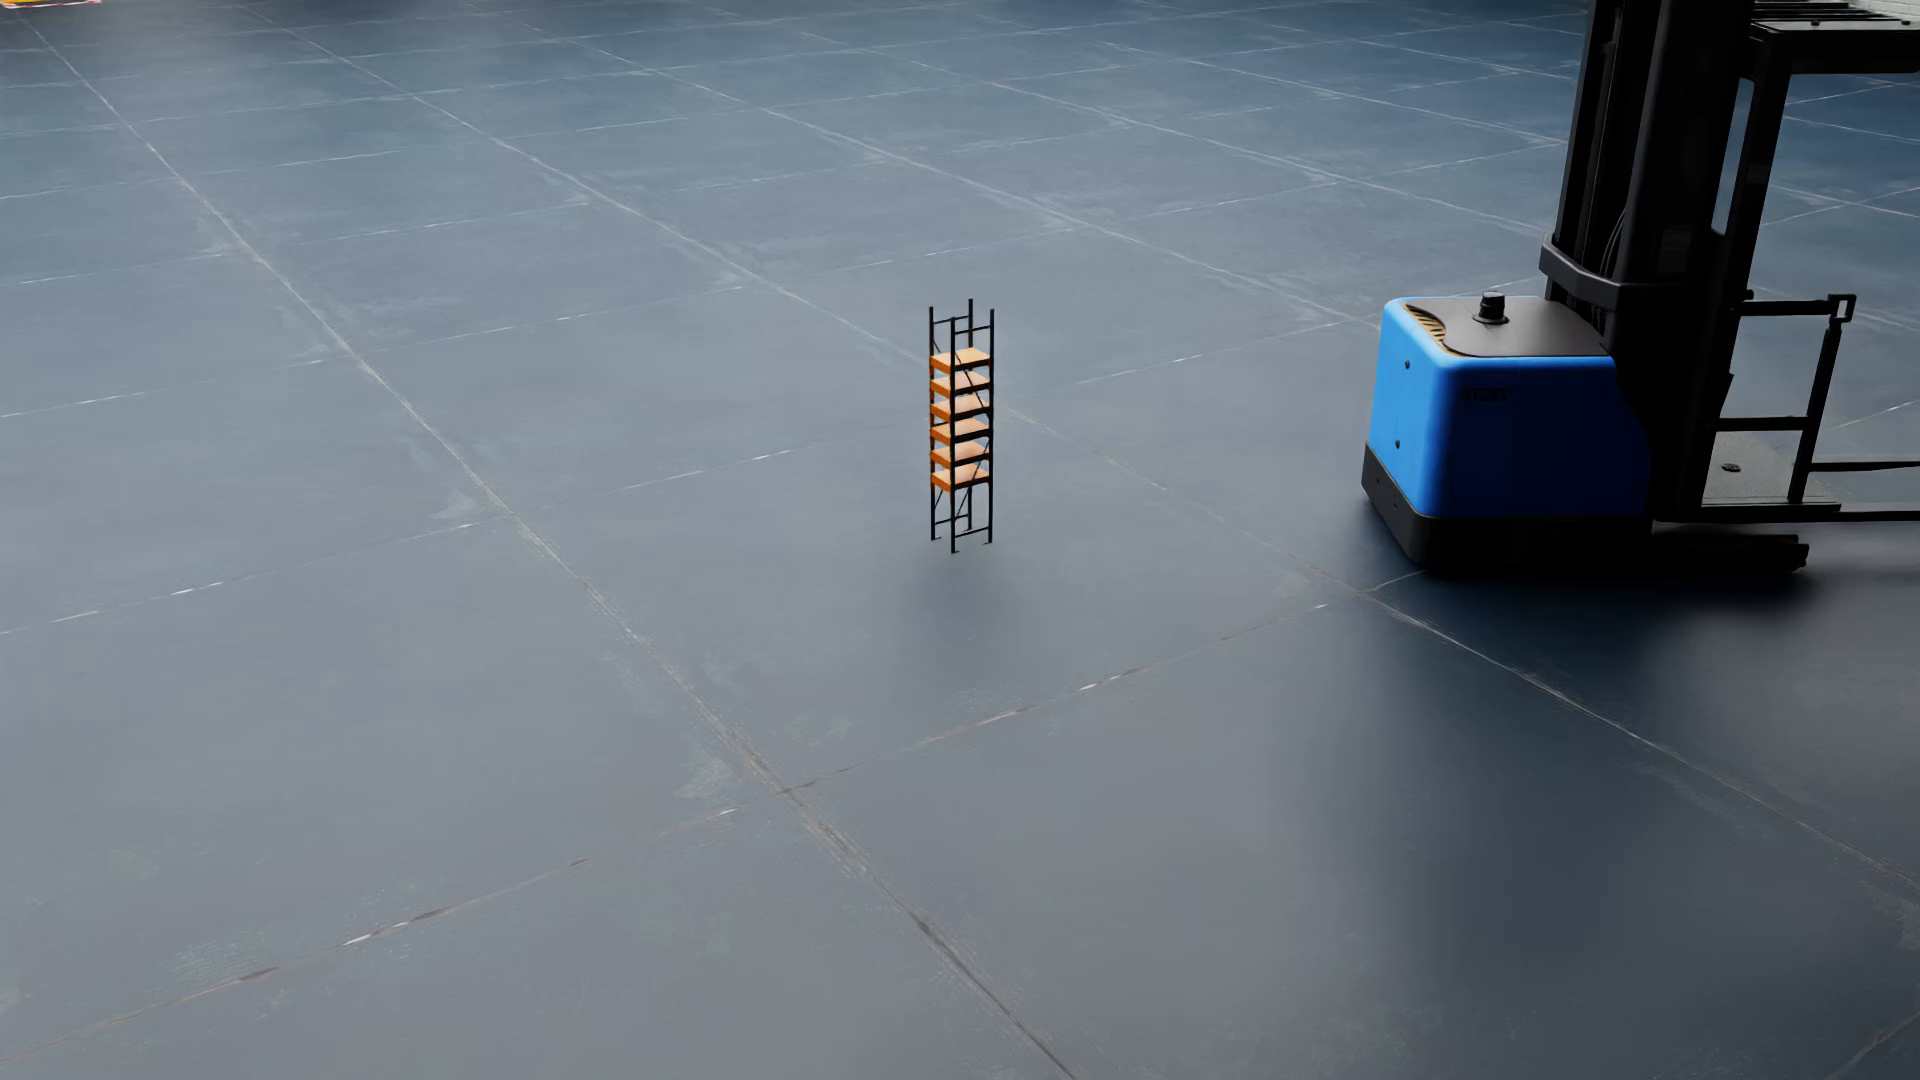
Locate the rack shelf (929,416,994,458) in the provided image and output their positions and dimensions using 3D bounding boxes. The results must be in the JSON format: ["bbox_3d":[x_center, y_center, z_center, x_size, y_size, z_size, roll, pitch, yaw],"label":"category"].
[{"bbox_3d":[0.008,-0.497,8.002,0.258,0.103,0.180,-16,29,-30],"label":"rack shelf"}]

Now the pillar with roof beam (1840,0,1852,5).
[{"bbox_3d":[8.689,-10.310,19.549,9.100,9.000,0.400,-16,29,-30],"label":"pillar with roof beam"}]

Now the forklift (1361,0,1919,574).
[{"bbox_3d":[3.627,-1.391,7.762,3.031,2.935,1.130,-1,25,-2],"label":"forklift"}]

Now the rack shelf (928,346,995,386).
[{"bbox_3d":[0.008,-0.823,7.848,0.258,0.103,0.180,-16,29,-30],"label":"rack shelf"}]

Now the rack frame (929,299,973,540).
[{"bbox_3d":[-0.042,-0.570,8.052,0.240,1.200,0.006,-16,29,-30],"label":"rack frame"}]

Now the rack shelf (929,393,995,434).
[{"bbox_3d":[0.008,-0.606,7.951,0.258,0.103,0.180,-16,29,-30],"label":"rack shelf"}]

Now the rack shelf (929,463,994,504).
[{"bbox_3d":[0.008,-0.280,8.104,0.258,0.103,0.180,-16,29,-30],"label":"rack shelf"}]

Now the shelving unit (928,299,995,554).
[{"bbox_3d":[0.008,-0.537,7.983,0.258,1.200,0.189,-16,29,-30],"label":"shelving unit"}]

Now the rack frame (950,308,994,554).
[{"bbox_3d":[0.058,-0.505,7.914,0.240,1.200,0.006,-16,29,-30],"label":"rack frame"}]

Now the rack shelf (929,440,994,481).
[{"bbox_3d":[0.008,-0.389,8.053,0.258,0.103,0.180,-16,29,-30],"label":"rack shelf"}]

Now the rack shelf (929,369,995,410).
[{"bbox_3d":[0.008,-0.714,7.899,0.258,0.103,0.180,-16,29,-30],"label":"rack shelf"}]

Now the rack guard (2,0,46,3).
[{"bbox_3d":[-14.596,-8.844,26.398,1.175,0.500,0.348,-16,29,-30],"label":"rack guard"}]
